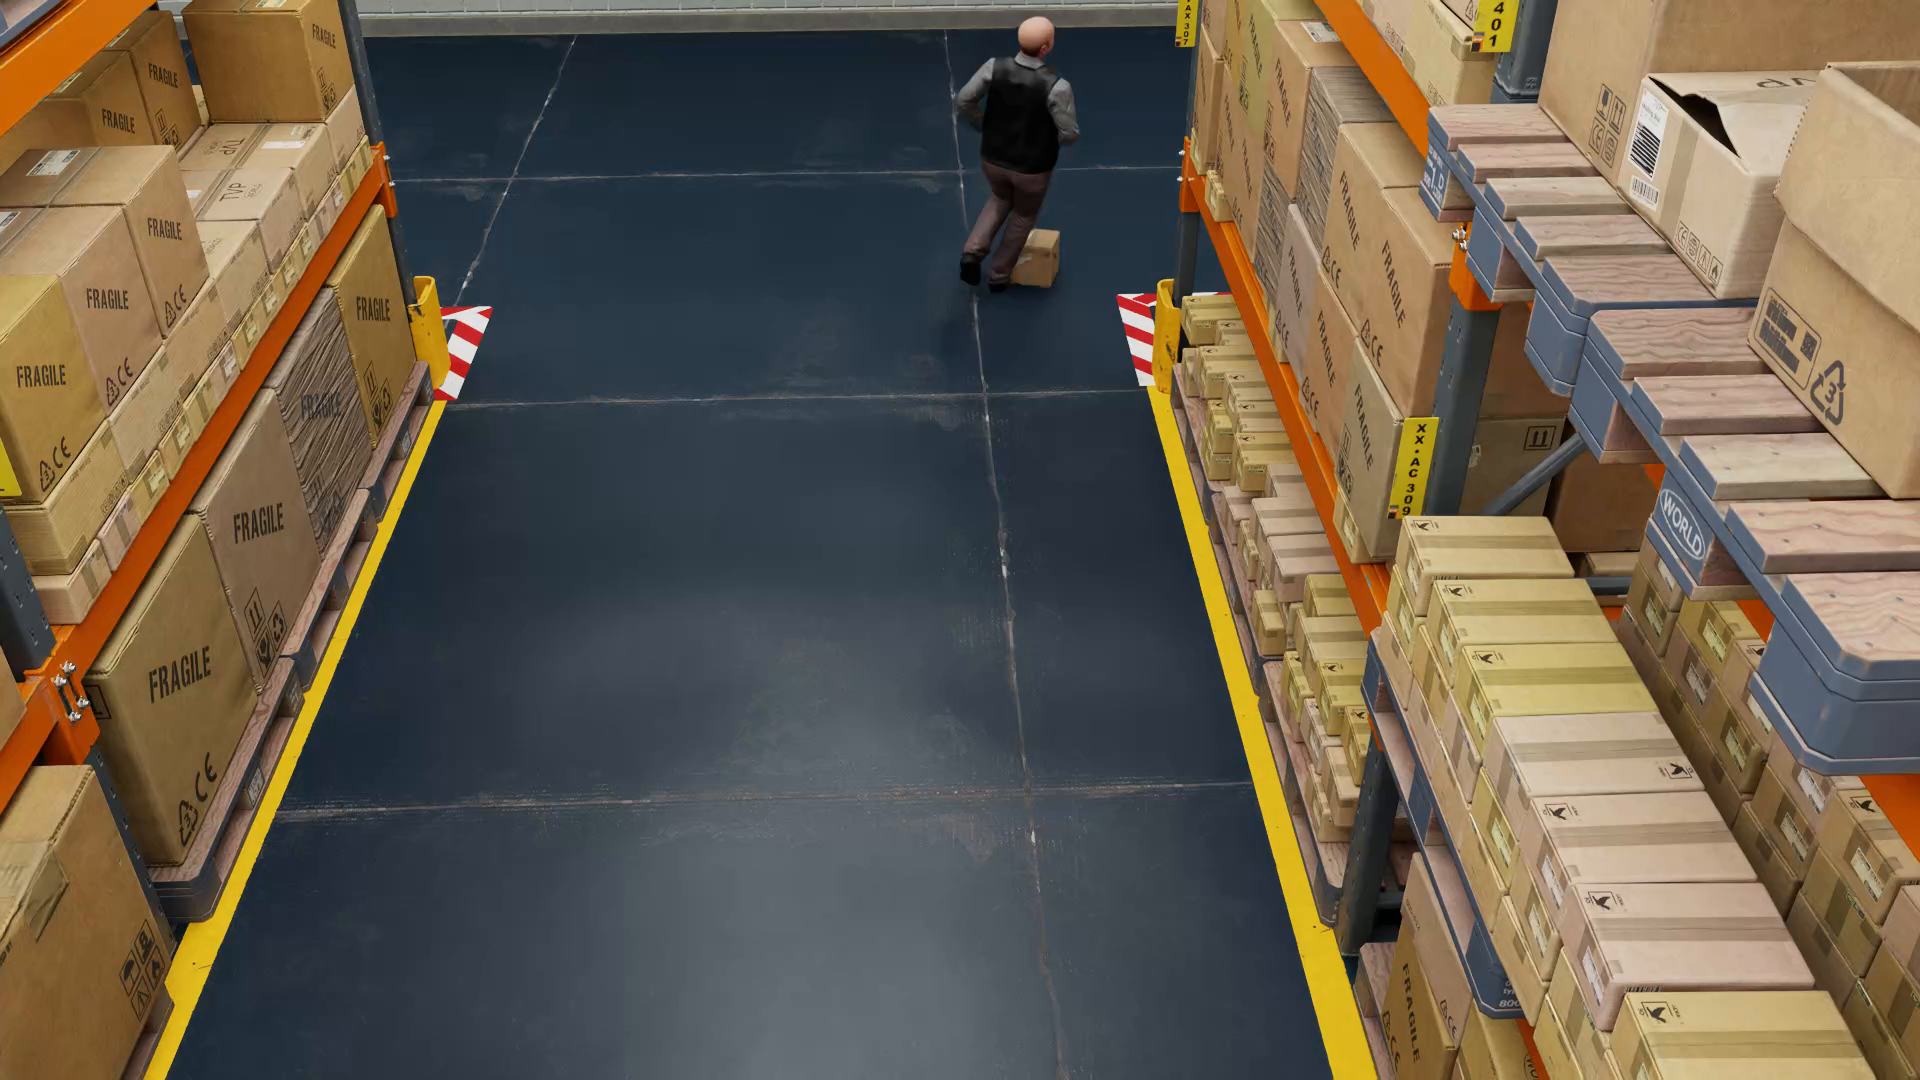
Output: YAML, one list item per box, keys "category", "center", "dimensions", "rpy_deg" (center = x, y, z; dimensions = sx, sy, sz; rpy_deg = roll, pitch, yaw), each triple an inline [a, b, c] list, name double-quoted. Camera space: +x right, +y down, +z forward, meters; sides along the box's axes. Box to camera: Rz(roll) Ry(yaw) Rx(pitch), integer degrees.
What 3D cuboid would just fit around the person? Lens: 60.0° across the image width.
- category: "person"
  center: [0.365, -2.121, 9.242]
  dimensions: [0.687, 1.651, 0.502]
  rpy_deg: [16, 38, 22]
